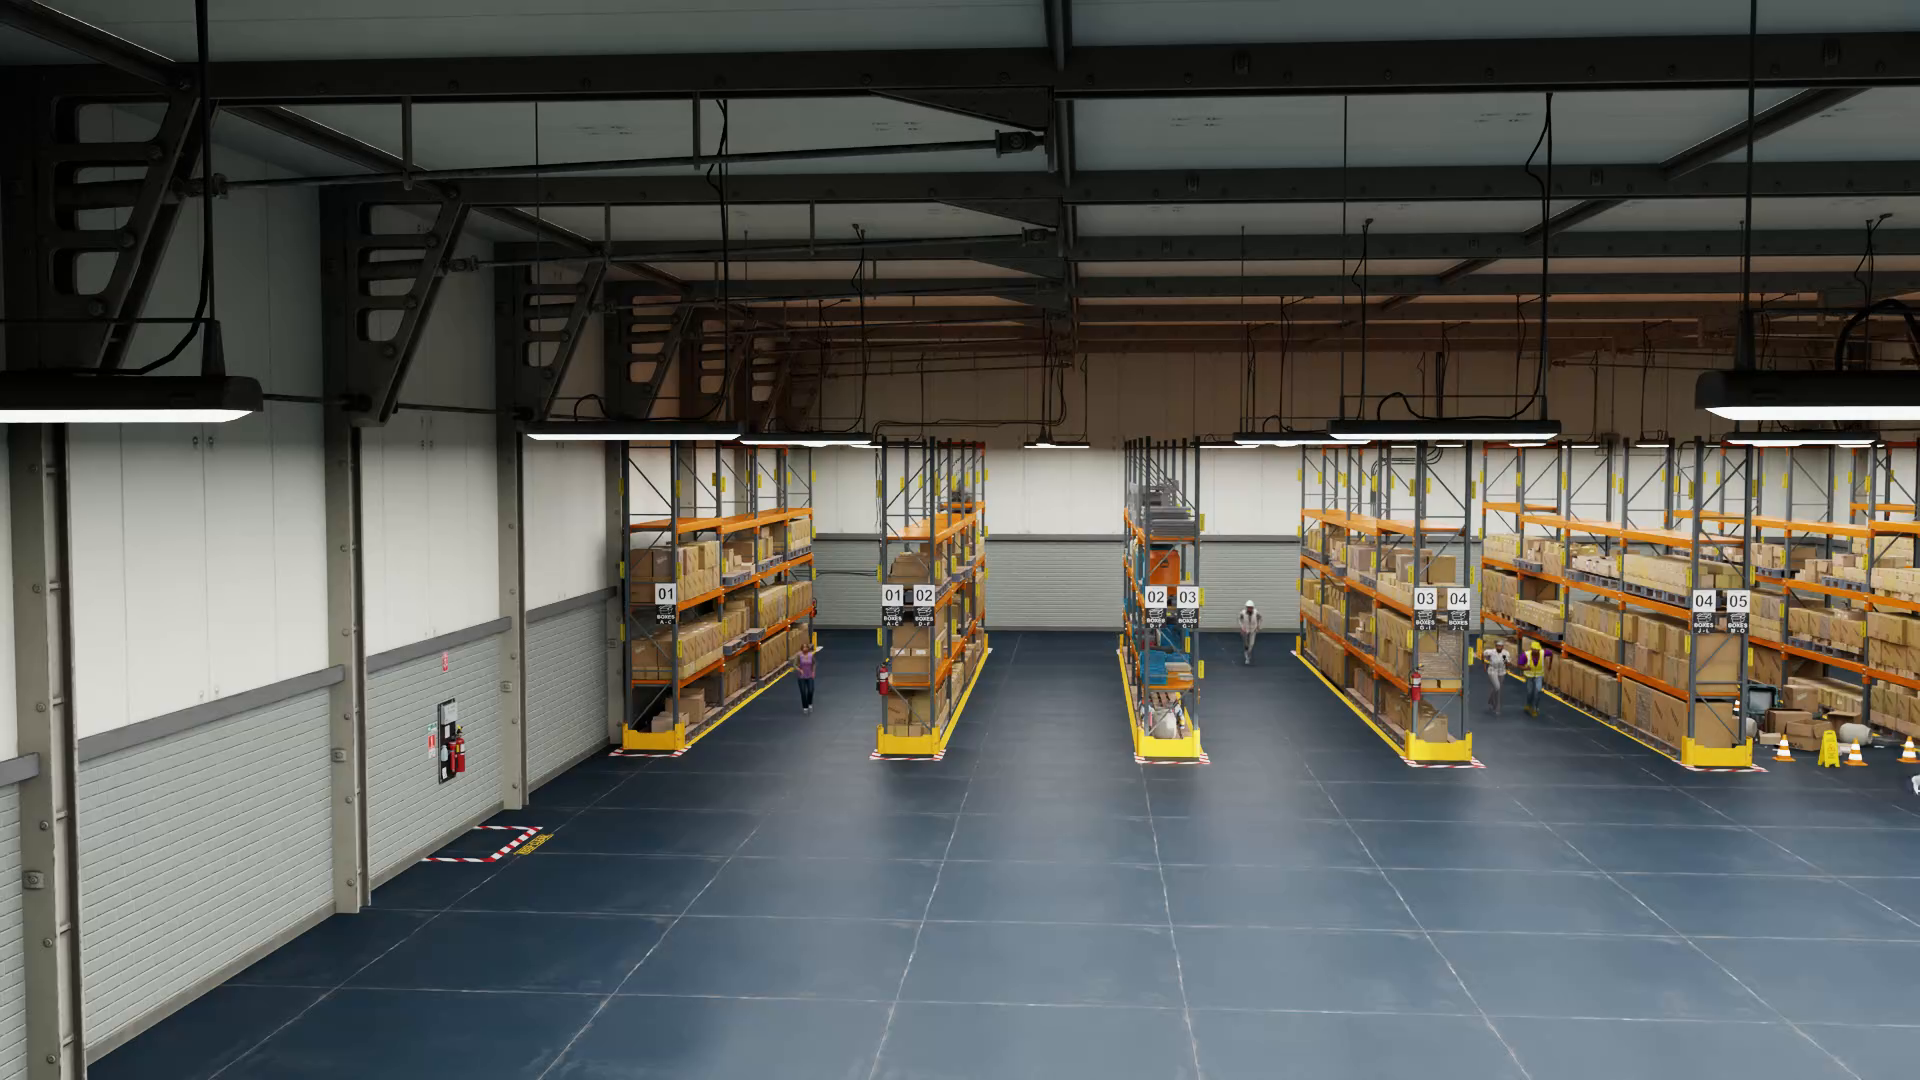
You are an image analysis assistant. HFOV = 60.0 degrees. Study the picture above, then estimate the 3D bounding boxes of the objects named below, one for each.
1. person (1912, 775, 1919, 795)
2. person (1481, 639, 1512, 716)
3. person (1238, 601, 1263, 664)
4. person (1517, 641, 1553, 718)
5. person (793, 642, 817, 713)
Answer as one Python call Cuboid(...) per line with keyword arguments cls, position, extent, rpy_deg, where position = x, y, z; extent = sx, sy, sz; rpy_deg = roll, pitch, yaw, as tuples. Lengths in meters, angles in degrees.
Cuboid(cls="person", position=(15.674, 3.521, 26.621), extent=(0.559, 1.612, 0.777), rpy_deg=(-2, 4, -38))
Cuboid(cls="person", position=(11.676, 2.968, 36.251), extent=(0.572, 1.690, 0.925), rpy_deg=(0, 3, -5))
Cuboid(cls="person", position=(7.857, 2.482, 45.102), extent=(0.664, 1.728, 0.953), rpy_deg=(0, 3, 4))
Cuboid(cls="person", position=(12.413, 3.000, 35.935), extent=(0.744, 1.703, 1.007), rpy_deg=(1, 3, 12))
Cuboid(cls="person", position=(-3.355, 3.001, 36.104), extent=(0.538, 1.566, 0.576), rpy_deg=(-1, 3, -12))
